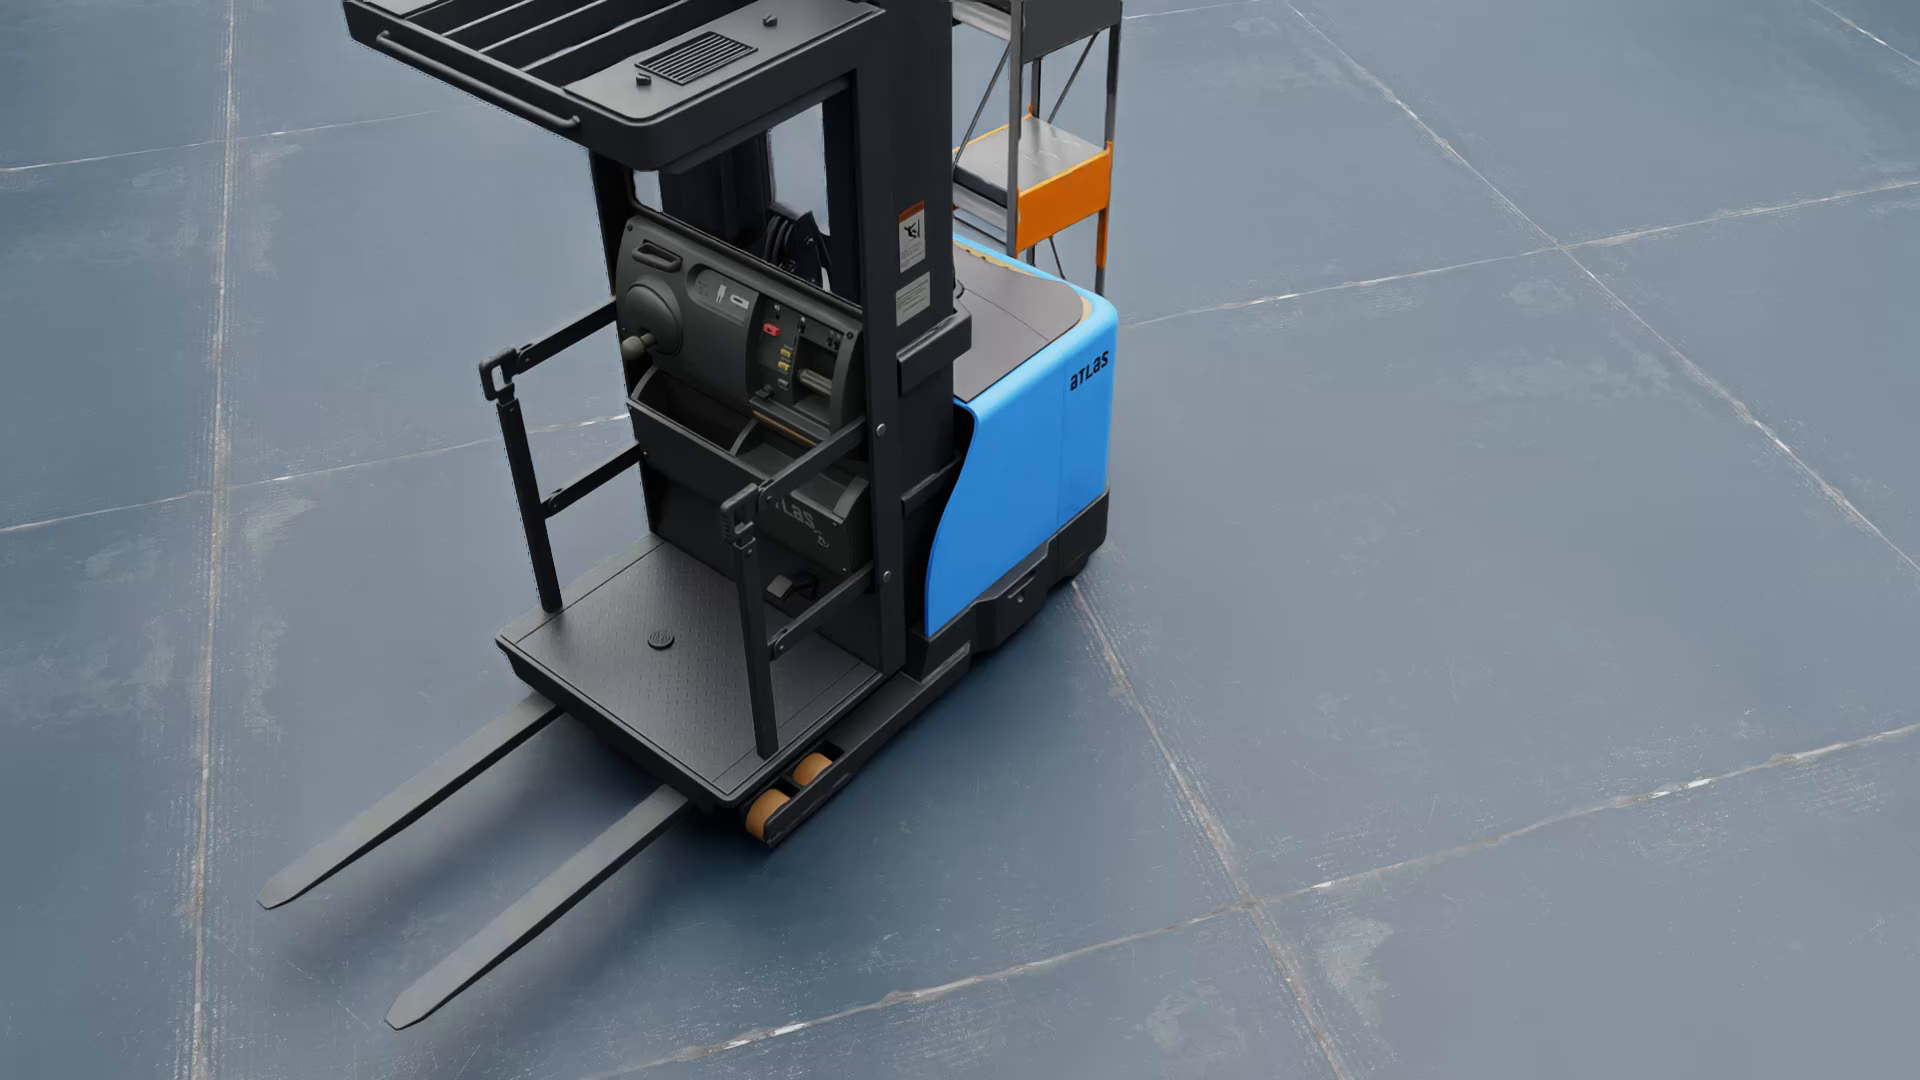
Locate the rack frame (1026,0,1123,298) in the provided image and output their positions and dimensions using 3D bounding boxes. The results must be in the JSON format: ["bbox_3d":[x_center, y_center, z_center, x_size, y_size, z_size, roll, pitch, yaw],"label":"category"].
[{"bbox_3d":[0.403,-1.325,6.170,0.015,2.100,0.400,-32,50,-31],"label":"rack frame"}]

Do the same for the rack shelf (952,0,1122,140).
[{"bbox_3d":[0.227,-1.730,5.591,0.480,0.518,0.431,-32,50,-31],"label":"rack shelf"}]

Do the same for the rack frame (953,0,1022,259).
[{"bbox_3d":[0.052,-1.102,5.915,0.015,2.100,0.400,-32,50,-31],"label":"rack frame"}]

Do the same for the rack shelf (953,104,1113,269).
[{"bbox_3d":[0.228,-1.203,6.052,0.480,0.518,0.431,-32,50,-31],"label":"rack shelf"}]

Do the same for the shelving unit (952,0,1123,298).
[{"bbox_3d":[0.228,-1.213,6.043,0.503,2.100,0.431,-32,50,-31],"label":"shelving unit"}]

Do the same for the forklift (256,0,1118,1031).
[{"bbox_3d":[-0.785,-0.538,4.638,1.130,2.935,3.031,29,49,29],"label":"forklift"}]
